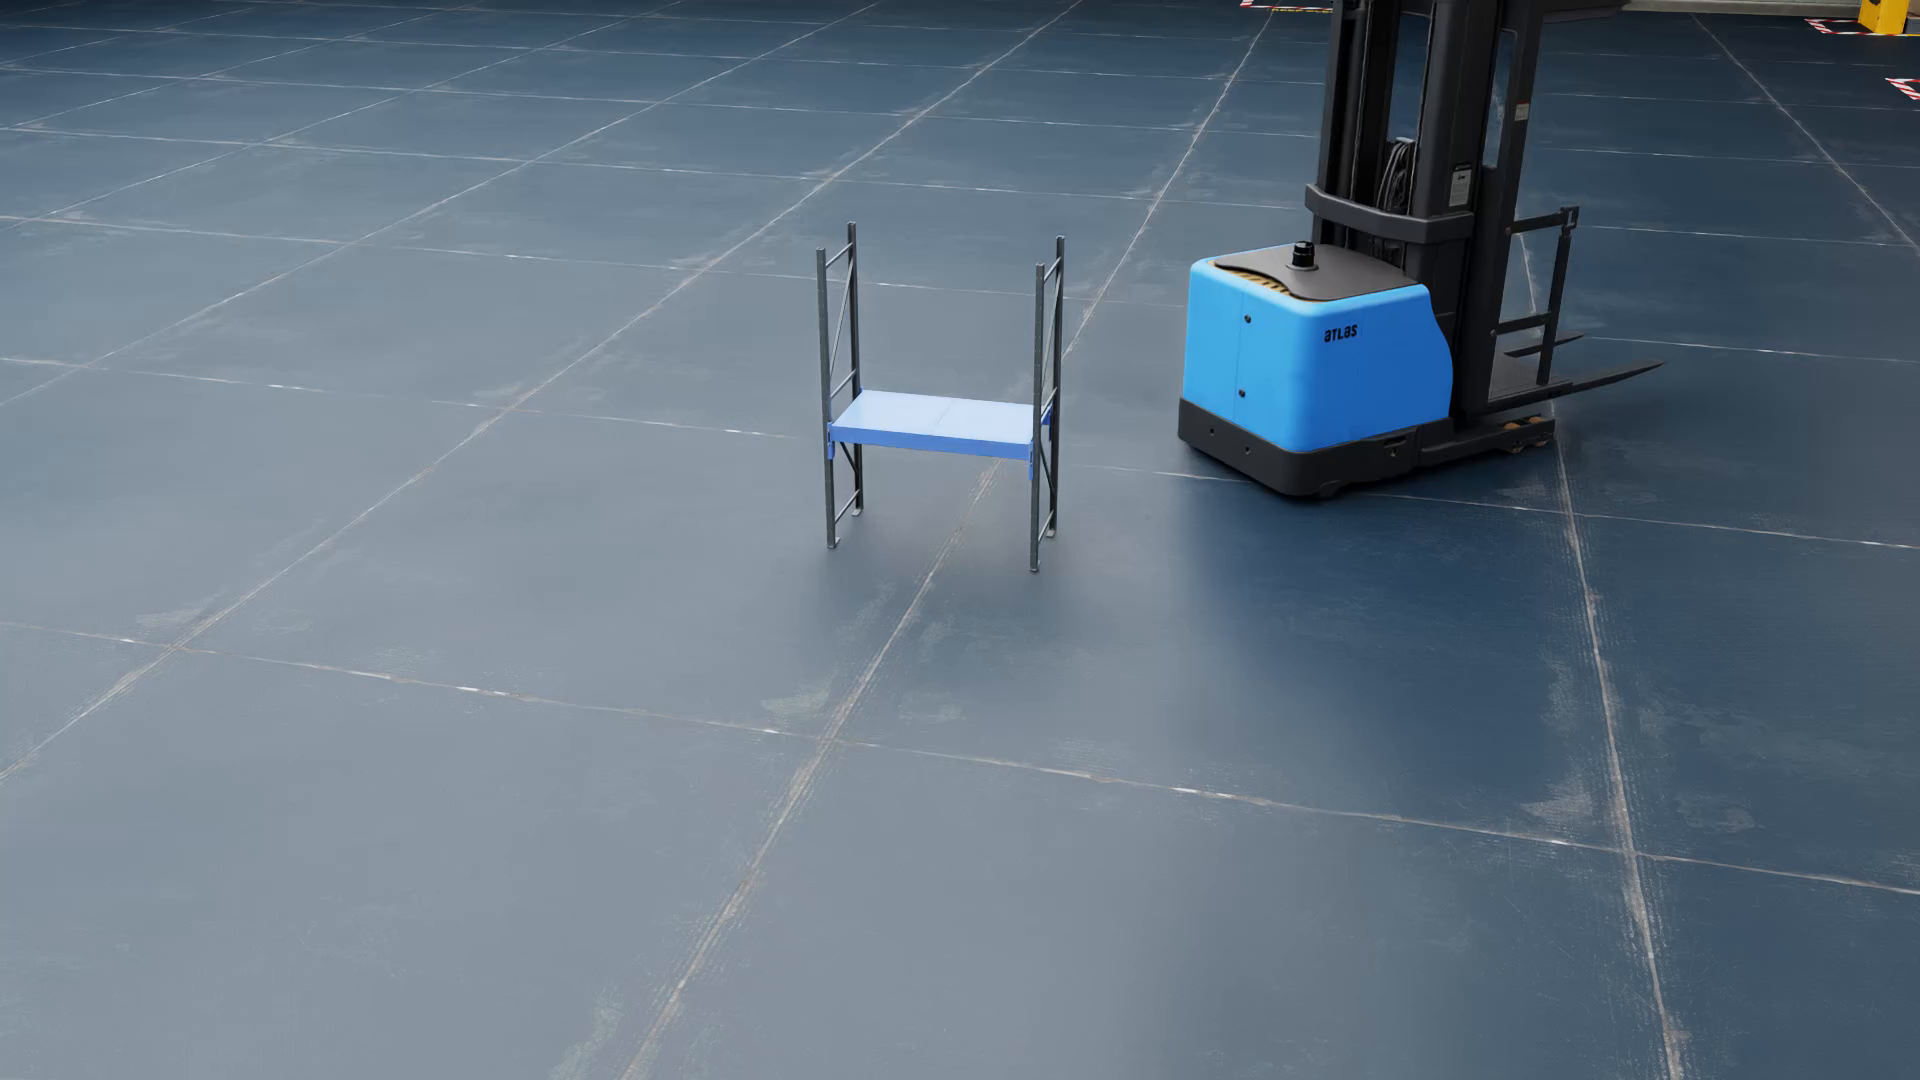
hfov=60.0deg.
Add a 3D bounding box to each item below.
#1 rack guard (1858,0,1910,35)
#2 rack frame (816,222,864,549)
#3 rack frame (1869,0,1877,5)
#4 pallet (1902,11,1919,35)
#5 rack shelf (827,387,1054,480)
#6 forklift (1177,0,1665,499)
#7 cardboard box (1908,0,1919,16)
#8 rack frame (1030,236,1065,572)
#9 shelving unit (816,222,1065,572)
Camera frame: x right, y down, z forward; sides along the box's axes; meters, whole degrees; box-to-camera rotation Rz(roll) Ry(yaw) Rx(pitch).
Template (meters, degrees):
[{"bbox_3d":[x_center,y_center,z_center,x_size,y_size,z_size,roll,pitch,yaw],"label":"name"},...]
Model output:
[{"bbox_3d":[12.909,-7.414,23.241,0.348,0.500,1.175,6,26,13],"label":"rack guard"},{"bbox_3d":[-0.575,-0.741,8.061,0.032,1.500,0.500,6,26,13],"label":"rack frame"},{"bbox_3d":[12.835,-8.550,22.720,0.127,3.000,1.000,6,26,13],"label":"rack frame"},{"bbox_3d":[13.687,-7.182,23.089,1.213,0.211,1.003,6,26,13],"label":"pallet"},{"bbox_3d":[-0.083,-0.524,8.024,1.000,0.185,0.538,6,26,13],"label":"rack shelf"},{"bbox_3d":[2.751,-1.988,9.015,3.031,2.935,1.130,-14,29,-27],"label":"forklift"},{"bbox_3d":[13.483,-7.424,22.969,0.500,0.311,0.500,3,26,7],"label":"cardboard box"},{"bbox_3d":[0.410,-0.632,7.832,0.032,1.500,0.500,6,26,13],"label":"rack frame"},{"bbox_3d":[-0.083,-0.686,7.947,1.048,1.500,0.538,6,26,13],"label":"shelving unit"}]
